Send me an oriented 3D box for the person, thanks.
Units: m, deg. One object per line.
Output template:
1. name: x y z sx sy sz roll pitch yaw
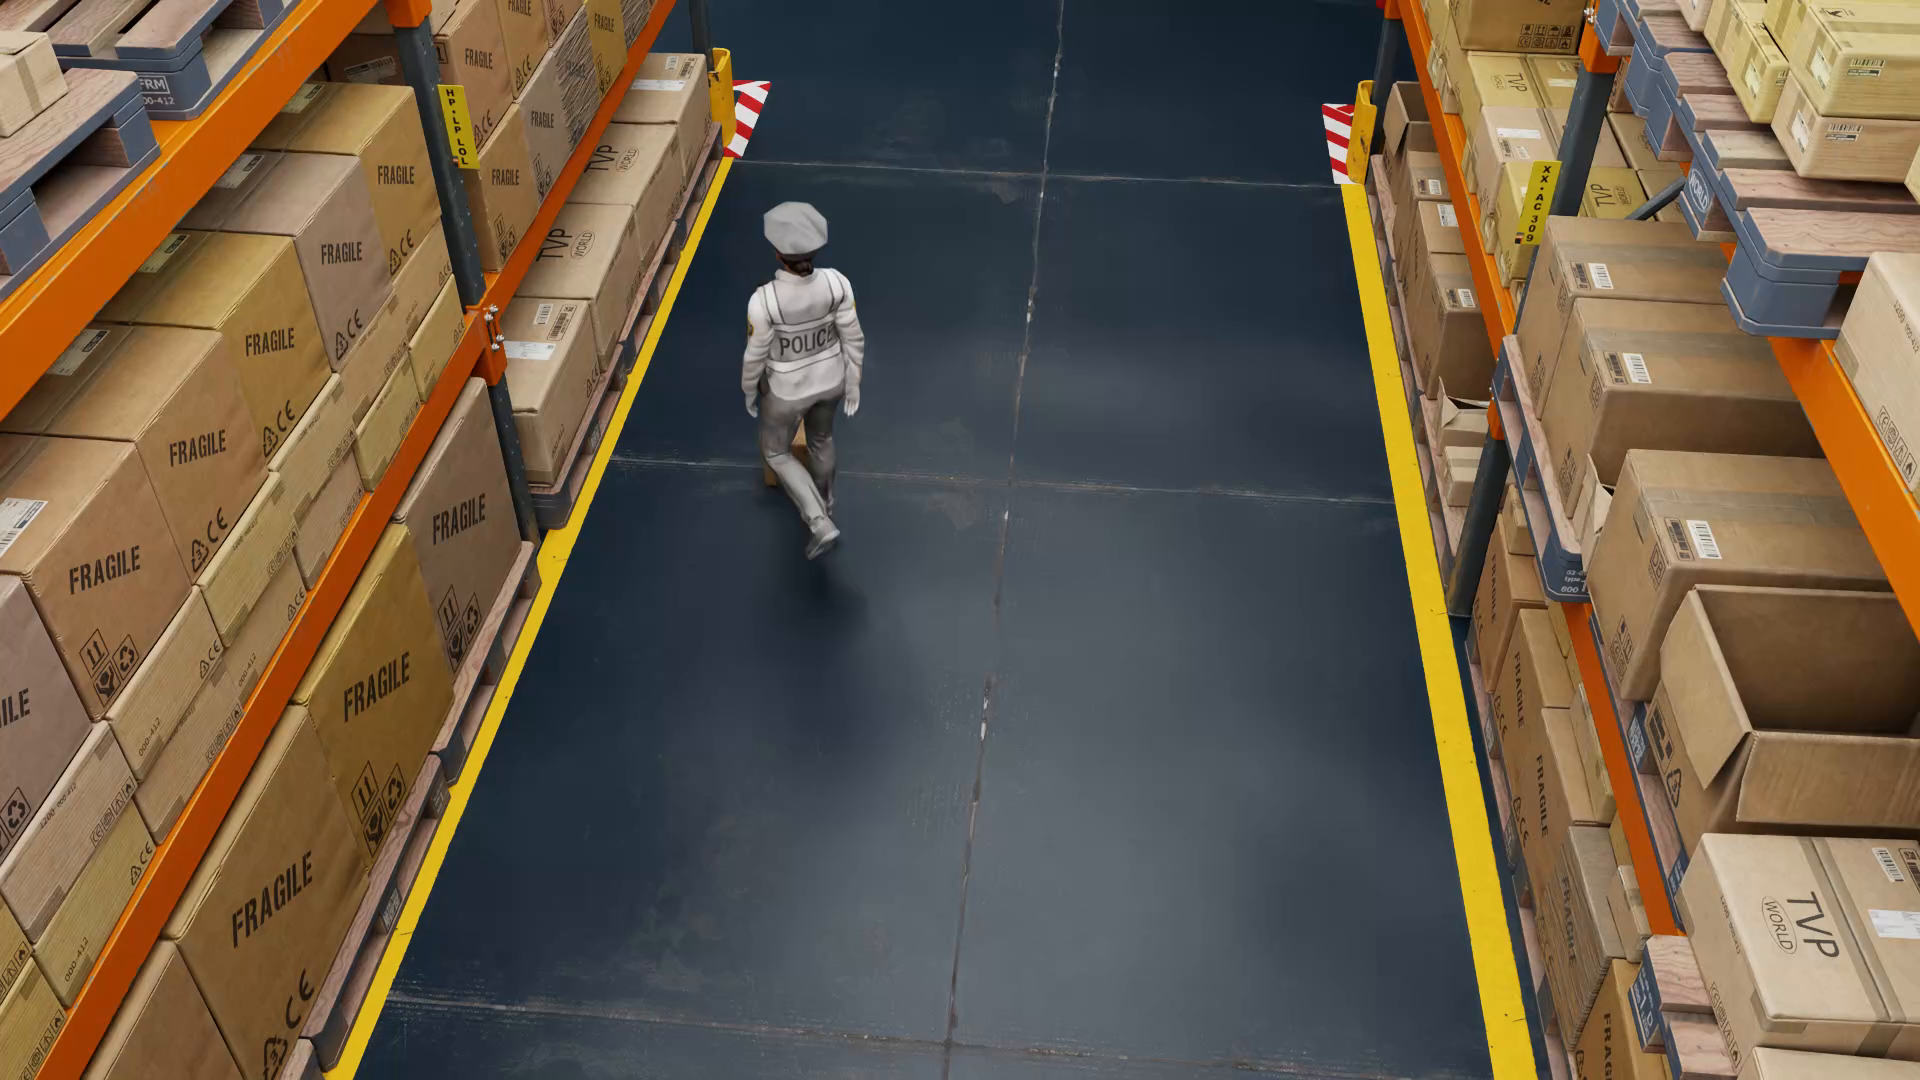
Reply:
1. person: -0.657 -0.654 6.904 0.495 1.664 0.715 -21 45 -23
